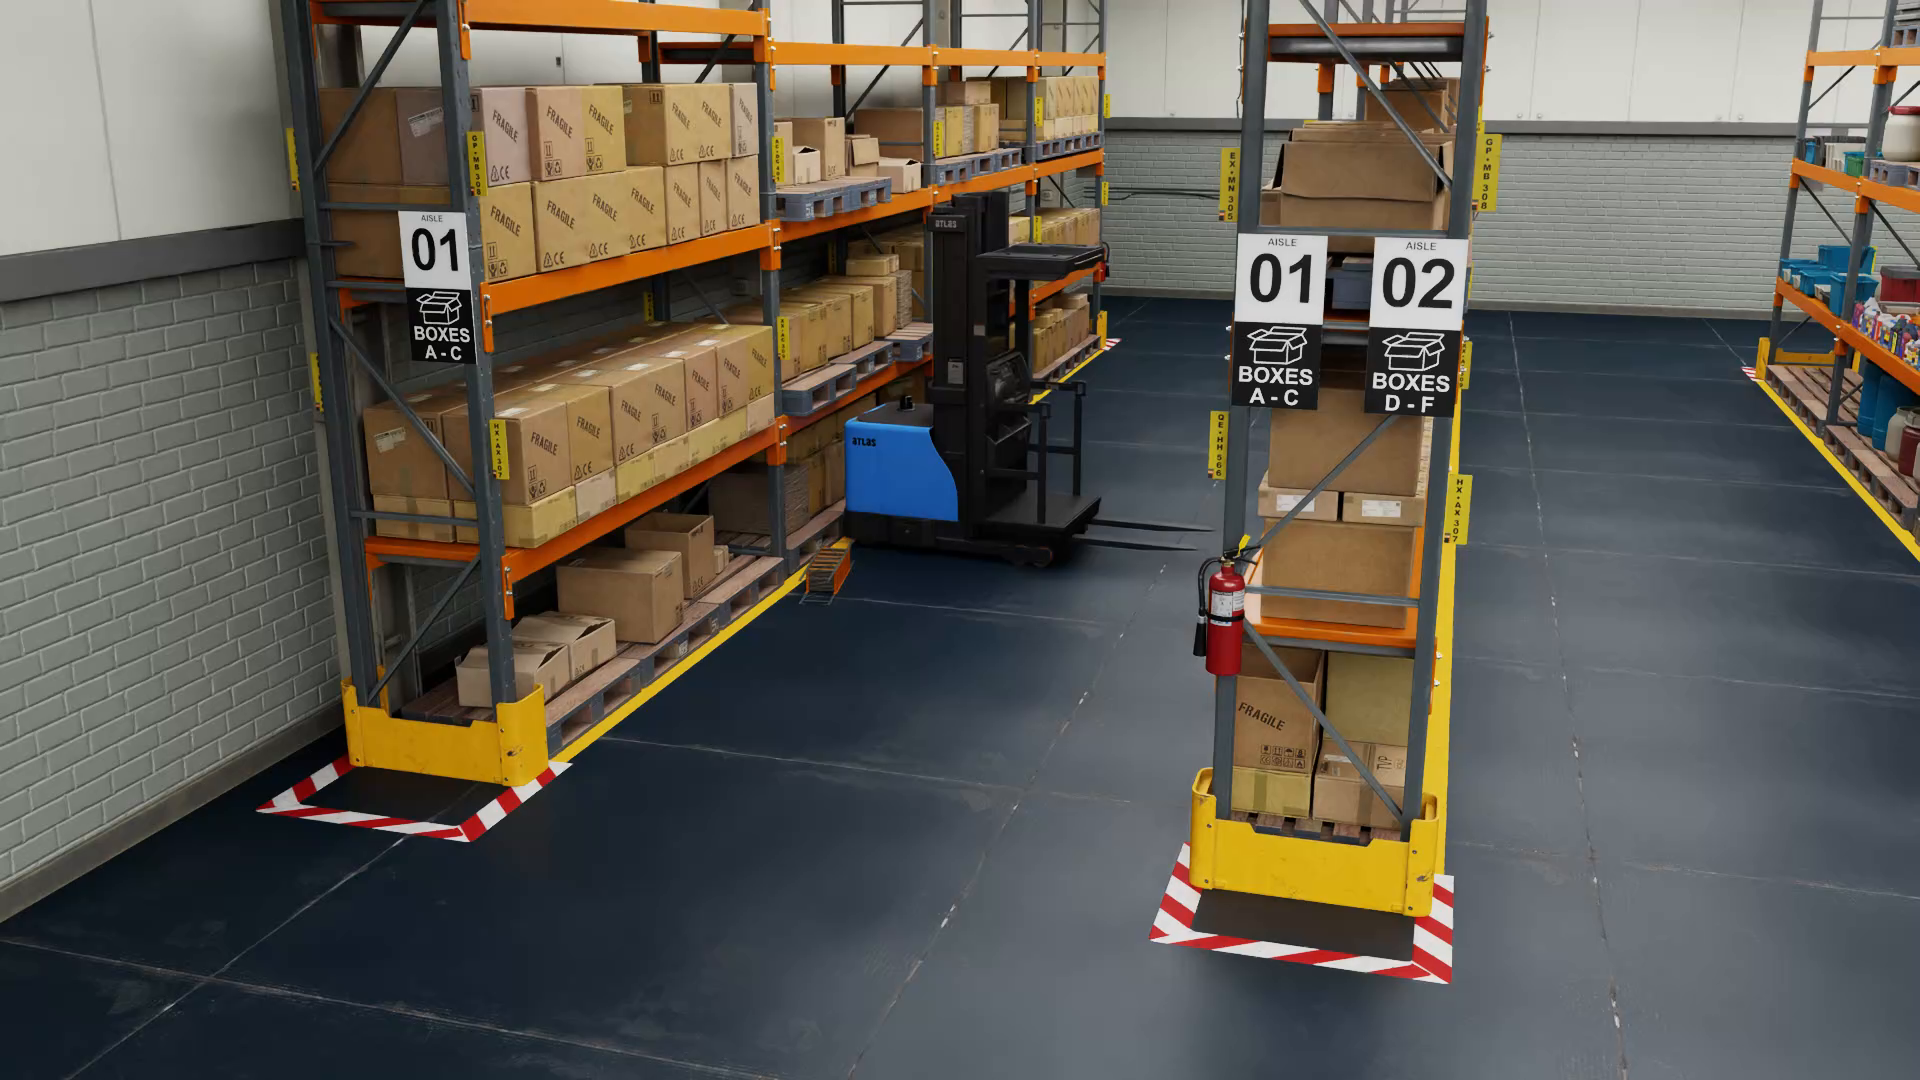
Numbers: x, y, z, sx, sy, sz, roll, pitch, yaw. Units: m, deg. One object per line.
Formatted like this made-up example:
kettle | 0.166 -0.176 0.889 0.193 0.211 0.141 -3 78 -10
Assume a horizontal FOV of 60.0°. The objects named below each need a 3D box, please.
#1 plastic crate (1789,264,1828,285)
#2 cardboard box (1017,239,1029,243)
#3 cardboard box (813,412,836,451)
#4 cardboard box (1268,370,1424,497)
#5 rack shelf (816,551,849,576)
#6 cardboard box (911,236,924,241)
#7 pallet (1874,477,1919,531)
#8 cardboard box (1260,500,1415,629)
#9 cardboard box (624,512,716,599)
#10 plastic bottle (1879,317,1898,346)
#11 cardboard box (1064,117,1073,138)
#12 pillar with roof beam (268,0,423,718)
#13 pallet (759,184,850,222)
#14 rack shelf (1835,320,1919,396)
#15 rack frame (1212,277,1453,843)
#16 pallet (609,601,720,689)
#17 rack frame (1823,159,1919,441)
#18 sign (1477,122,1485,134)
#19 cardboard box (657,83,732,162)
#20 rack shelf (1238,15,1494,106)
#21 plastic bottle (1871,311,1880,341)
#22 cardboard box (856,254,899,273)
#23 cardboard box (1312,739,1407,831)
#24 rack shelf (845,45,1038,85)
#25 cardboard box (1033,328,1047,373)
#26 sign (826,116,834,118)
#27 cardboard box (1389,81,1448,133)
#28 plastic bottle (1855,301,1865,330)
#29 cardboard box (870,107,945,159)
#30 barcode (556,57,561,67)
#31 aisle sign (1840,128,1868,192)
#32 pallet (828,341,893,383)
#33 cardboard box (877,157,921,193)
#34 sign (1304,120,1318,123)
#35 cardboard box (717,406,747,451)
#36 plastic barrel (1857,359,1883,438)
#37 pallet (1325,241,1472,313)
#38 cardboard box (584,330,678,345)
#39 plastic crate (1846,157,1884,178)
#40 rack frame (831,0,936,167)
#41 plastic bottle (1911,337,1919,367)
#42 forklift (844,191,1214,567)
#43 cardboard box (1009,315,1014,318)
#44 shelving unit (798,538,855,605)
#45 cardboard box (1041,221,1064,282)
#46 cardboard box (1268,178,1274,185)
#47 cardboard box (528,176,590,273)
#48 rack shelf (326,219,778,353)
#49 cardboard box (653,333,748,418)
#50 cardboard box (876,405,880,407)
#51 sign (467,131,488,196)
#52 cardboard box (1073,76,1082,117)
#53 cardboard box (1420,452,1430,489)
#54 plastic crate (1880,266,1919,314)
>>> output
plastic crate | 10.466 -3.268 20.549 0.416 0.233 0.300 5 16 16
cardboard box | 0.514 -3.313 19.747 0.500 0.500 0.500 4 16 15
cardboard box | -1.410 -0.975 14.670 0.500 0.250 0.500 4 16 14
cardboard box | 1.904 -0.537 8.164 0.700 0.500 0.500 5 16 16
rack shelf | -1.024 0.188 13.313 0.258 0.180 0.103 2 16 6
cardboard box | -0.205 -3.007 17.294 0.500 0.250 0.500 4 16 15
pallet | 8.950 -0.305 15.020 1.003 0.211 1.213 5 16 16
cardboard box | 1.889 0.101 8.292 0.700 0.500 0.500 5 16 16
cardboard box | -2.126 0.106 12.232 0.500 0.500 0.500 3 16 12
plastic bottle | 9.076 -2.030 16.216 0.152 0.276 0.135 5 16 16
cardboard box | 1.150 -5.301 21.345 0.500 0.250 0.500 4 16 14
pillar with roof beam | 0.491 -2.915 8.116 9.100 9.000 0.400 5 16 16
pallet | -1.592 -2.665 13.076 1.213 0.211 1.003 5 16 16
rack shelf | 9.334 -1.615 15.843 1.077 0.370 4.000 5 16 16
rack frame | 1.744 0.270 7.879 1.000 3.000 0.127 5 16 16
pallet | -2.372 0.681 11.542 1.003 0.211 1.213 5 16 16
rack frame | 9.902 -2.484 17.590 1.000 3.000 0.127 5 16 16
sign | 4.547 -3.507 14.608 0.100 0.325 0.005 5 16 16
cardboard box | -1.899 -2.844 11.310 0.500 0.500 0.500 6 17 19
rack shelf | 2.312 -2.600 9.058 1.077 0.370 4.000 5 16 16
plastic bottle | 9.137 -2.133 16.565 0.061 0.283 0.133 5 16 16
cardboard box | -0.802 -2.685 16.120 0.380 0.149 0.250 2 16 9
cardboard box | 2.110 1.268 8.631 0.500 0.250 0.500 5 16 16
rack shelf | -0.165 -5.077 17.788 1.077 0.370 4.000 5 16 16
cardboard box | 0.715 -2.439 21.244 0.700 0.500 0.500 5 17 17
sign | -1.263 -3.981 16.278 0.100 0.325 0.005 5 16 16
cardboard box | 4.148 -3.908 15.099 0.500 0.500 0.500 5 16 16
plastic bottle | 9.351 -2.330 17.261 0.061 0.283 0.133 5 16 16
cardboard box | -0.550 -4.183 17.092 0.700 0.500 0.500 4 16 13
barcode | -2.677 -3.186 11.086 0.001 0.075 0.075 5 16 16
aisle sign | 11.340 -4.777 20.911 0.394 0.787 0.004 5 16 16
pallet | -1.256 -1.592 14.798 1.003 0.211 1.213 5 16 16
cardboard box | -0.679 -3.406 15.471 0.500 0.311 0.500 5 16 16
sign | 2.358 -2.659 11.185 0.100 0.325 0.005 5 16 16
cardboard box | -1.863 -0.820 11.960 0.500 0.250 0.500 5 17 16
plastic barrel | 9.731 -1.536 17.322 0.600 0.901 0.708 5 16 16
pallet | 1.970 -1.313 8.127 1.003 0.211 1.213 5 16 16
cardboard box | -2.354 -1.216 11.982 0.500 0.500 0.500 5 16 16
plastic crate | 9.733 -3.959 17.683 0.450 0.188 0.662 5 16 16
rack frame | -0.733 -5.092 15.790 1.000 3.000 0.127 5 16 16
plastic bottle | 8.698 -1.706 15.081 0.097 0.271 0.097 0 16 0
forklift | 0.585 -1.350 13.717 3.031 2.935 1.130 6 17 20
cardboard box | 0.705 -2.936 21.806 0.380 0.149 0.250 4 16 14
shelving unit | -1.043 0.240 13.126 0.258 0.189 1.200 2 16 6
cardboard box | 0.786 -3.728 21.425 0.980 0.700 0.700 4 16 14
cardboard box | 1.976 -1.866 9.053 0.500 0.311 0.500 7 17 22
cardboard box | -2.485 -1.819 9.530 0.500 0.500 0.500 6 17 20
rack shelf | -2.438 -1.733 10.764 1.077 0.370 4.000 5 16 16
cardboard box | -1.844 -1.179 11.852 0.500 0.500 0.500 5 16 16
cardboard box | -0.888 -1.022 16.212 0.700 0.500 0.500 5 17 17
sign | -2.486 -1.934 8.553 0.100 0.325 0.005 5 16 16
cardboard box | 1.301 -5.801 21.734 0.500 0.500 0.500 4 16 13
cardboard box | 2.280 -0.376 8.786 0.380 0.149 0.250 4 16 15
plastic crate | 10.396 -2.758 18.328 0.402 0.464 0.583 5 16 16
